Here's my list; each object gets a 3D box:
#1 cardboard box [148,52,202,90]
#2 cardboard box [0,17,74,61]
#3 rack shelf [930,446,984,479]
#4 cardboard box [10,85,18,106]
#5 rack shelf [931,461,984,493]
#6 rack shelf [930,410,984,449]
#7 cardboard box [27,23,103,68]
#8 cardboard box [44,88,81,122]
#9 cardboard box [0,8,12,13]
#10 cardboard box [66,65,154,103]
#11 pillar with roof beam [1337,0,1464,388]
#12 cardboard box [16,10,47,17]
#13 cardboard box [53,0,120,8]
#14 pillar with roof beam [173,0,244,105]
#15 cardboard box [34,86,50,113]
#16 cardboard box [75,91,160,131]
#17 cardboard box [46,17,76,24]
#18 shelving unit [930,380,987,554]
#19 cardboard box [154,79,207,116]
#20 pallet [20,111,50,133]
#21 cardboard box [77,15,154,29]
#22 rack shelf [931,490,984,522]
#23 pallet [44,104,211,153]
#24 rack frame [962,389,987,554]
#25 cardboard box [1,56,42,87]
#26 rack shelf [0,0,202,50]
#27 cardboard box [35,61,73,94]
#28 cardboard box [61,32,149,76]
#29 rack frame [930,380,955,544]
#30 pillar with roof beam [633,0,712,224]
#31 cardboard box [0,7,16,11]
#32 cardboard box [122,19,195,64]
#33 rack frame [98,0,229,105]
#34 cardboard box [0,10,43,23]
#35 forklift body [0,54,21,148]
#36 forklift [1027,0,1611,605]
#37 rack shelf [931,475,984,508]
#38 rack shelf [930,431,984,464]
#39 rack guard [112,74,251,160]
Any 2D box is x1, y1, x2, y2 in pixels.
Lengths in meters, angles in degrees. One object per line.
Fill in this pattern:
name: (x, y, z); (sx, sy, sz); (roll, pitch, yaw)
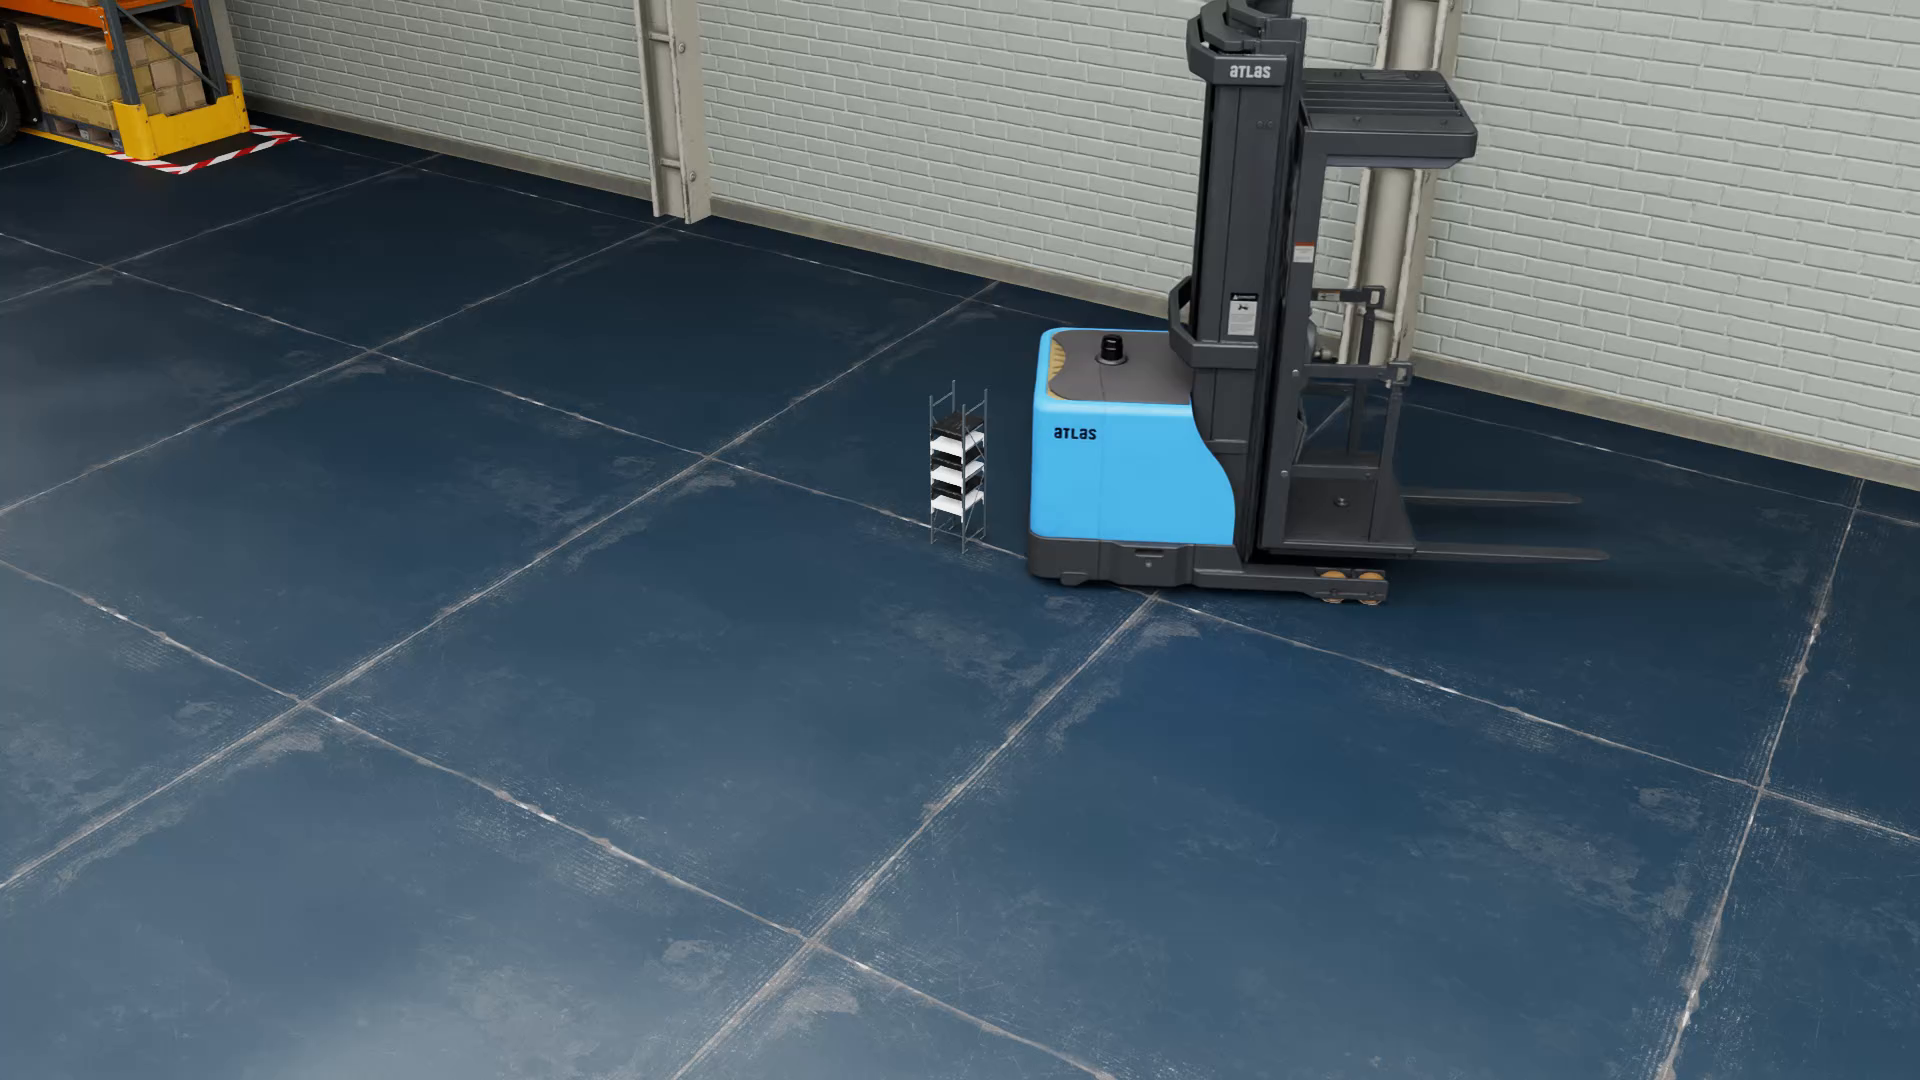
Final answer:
cardboard box: (-7.574, -4.479, 15.767); (0.500, 0.250, 0.500); (18, 35, 28)
cardboard box: (-8.710, -4.736, 15.712); (0.500, 0.250, 0.500); (18, 35, 28)
rack shelf: (-0.007, -0.440, 8.998); (0.200, 0.077, 0.258); (18, 35, 27)
cardboard box: (-9.139, -4.445, 16.204); (0.500, 0.250, 0.500); (19, 35, 29)
rack shelf: (-0.007, -0.362, 9.044); (0.200, 0.077, 0.258); (18, 35, 27)
rack shelf: (-0.007, -0.595, 8.908); (0.200, 0.077, 0.258); (18, 35, 27)
cardboard box: (-8.277, -4.605, 15.487); (0.500, 0.250, 0.500); (18, 35, 28)
cardboard box: (-8.268, -4.177, 15.745); (0.500, 0.250, 0.500); (18, 35, 27)
cardboard box: (-9.576, -5.019, 16.196); (0.500, 0.250, 0.500); (19, 35, 29)
cardboard box: (-7.864, -4.262, 15.394); (0.500, 0.250, 0.500); (17, 34, 27)
pillar with roof beam: (0.479, -3.166, 5.746); (0.400, 9.000, 9.100); (18, 35, 27)
cardboard box: (-8.866, -5.101, 16.337); (0.500, 0.250, 0.500); (17, 34, 26)
cardboard box: (-7.842, -5.118, 14.947); (0.500, 0.500, 0.500); (17, 34, 26)
pillar with roof beam: (-9.685, -6.380, 11.256); (0.400, 9.000, 9.100); (18, 35, 27)
cardboard box: (-8.687, -4.315, 15.982); (0.500, 0.250, 0.500); (18, 35, 28)
cardboard box: (-7.852, -4.040, 15.510); (0.500, 0.250, 0.500); (18, 35, 28)
cardboard box: (-8.435, -4.961, 16.097); (0.500, 0.250, 0.500); (17, 34, 27)
shelving unit: (-0.007, -0.391, 9.027); (0.210, 0.900, 0.258); (18, 35, 27)
cardboard box: (-7.598, -4.264, 15.894); (0.500, 0.250, 0.500); (18, 35, 28)
pallet: (-8.985, -4.365, 16.523); (1.213, 0.211, 1.003); (18, 35, 27)
cardboard box: (-8.018, -4.823, 15.860); (0.500, 0.250, 0.500); (18, 35, 27)
rack shelf: (-0.007, -0.207, 9.134); (0.200, 0.077, 0.258); (18, 35, 27)
pallet: (-7.956, -4.038, 15.962); (1.213, 0.211, 1.003); (18, 35, 27)
rack frame: (0.079, -0.364, 8.980); (0.006, 0.900, 0.240); (18, 35, 27)
cardboard box: (-8.732, -4.530, 15.854); (0.500, 0.250, 0.500); (17, 34, 26)
rack shelf: (-8.980, -5.280, 16.038); (4.000, 0.370, 1.077); (18, 35, 27)
cardboard box: (-8.283, -4.401, 15.633); (0.500, 0.250, 0.500); (17, 34, 27)
cardboard box: (-7.842, -4.471, 15.257); (0.500, 0.250, 0.500); (19, 35, 29)
rack frame: (-0.093, -0.418, 9.074); (0.006, 0.900, 0.240); (18, 35, 27)
pillar with roof beam: (-4.603, -4.773, 8.501); (0.400, 9.000, 9.100); (18, 35, 27)
cardboard box: (-9.296, -5.233, 16.562); (0.500, 0.250, 0.500); (18, 35, 28)
cardboard box: (-7.592, -4.690, 15.633); (0.500, 0.250, 0.500); (17, 34, 27)
rack frame: (-7.286, -5.055, 14.939); (0.127, 3.000, 1.000); (18, 35, 27)
cardboard box: (-9.135, -4.875, 15.950); (0.500, 0.250, 0.500); (17, 34, 26)
forklift body: (-9.862, -4.418, 14.688); (1.214, 2.155, 2.313); (18, 35, 27)
forklift: (1.902, -1.208, 8.413); (3.031, 2.935, 1.130); (2, 30, 4)
rack shelf: (-0.007, -0.284, 9.089); (0.200, 0.077, 0.258); (18, 35, 27)
rack shelf: (-0.007, -0.518, 8.953); (0.200, 0.077, 0.258); (18, 35, 27)
rack guard: (-7.266, -3.969, 15.557); (0.348, 0.500, 1.175); (18, 35, 27)
